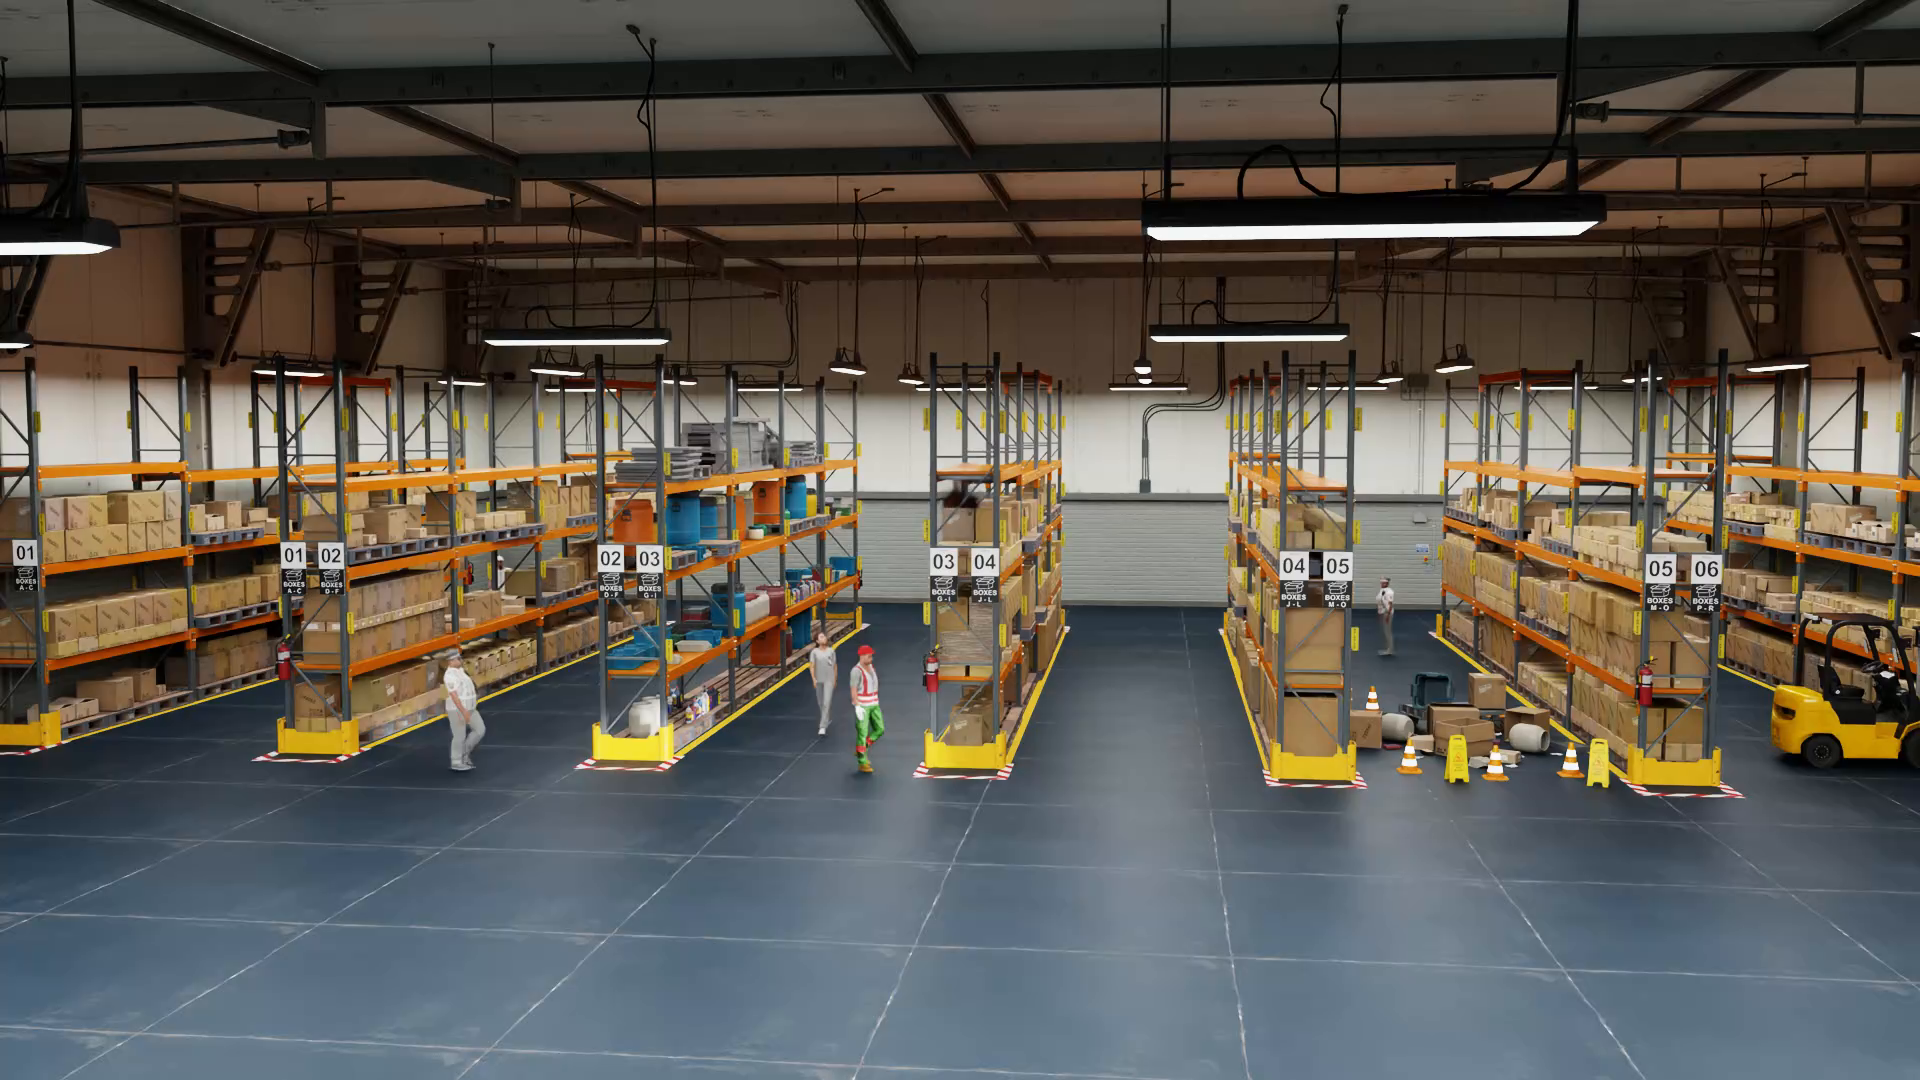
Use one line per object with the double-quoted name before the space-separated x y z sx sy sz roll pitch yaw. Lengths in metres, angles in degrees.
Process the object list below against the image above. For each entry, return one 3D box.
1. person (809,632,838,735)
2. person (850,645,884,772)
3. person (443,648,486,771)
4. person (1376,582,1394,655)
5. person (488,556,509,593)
"person" -2.226 2.300 26.866 0.414 1.588 0.984 1 4 10
"person" -1.356 2.410 23.993 0.536 1.791 0.649 3 5 35
"person" -7.130 2.430 23.779 0.499 1.776 0.557 1 4 20
"person" 9.158 1.640 35.851 0.359 1.654 0.478 0 4 -3
"person" -11.178 1.253 40.359 0.560 1.723 1.010 0 4 4
